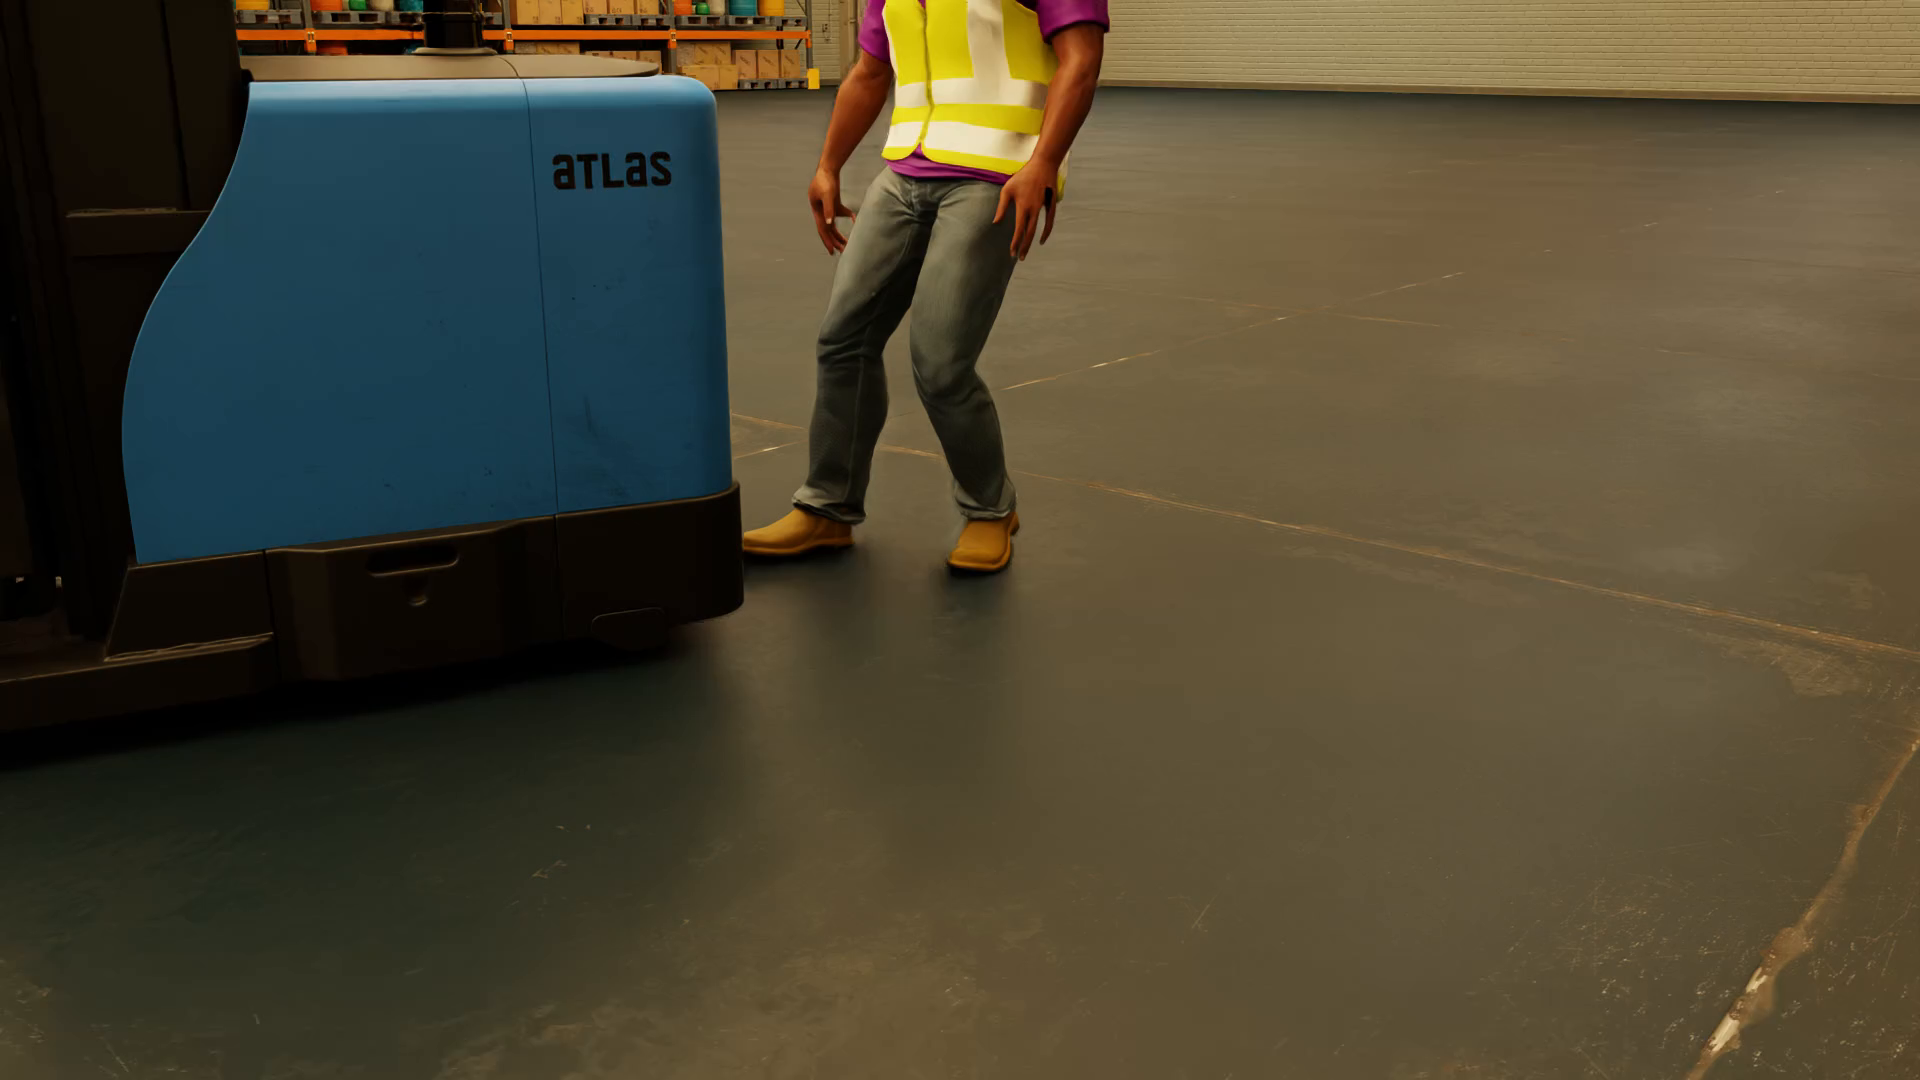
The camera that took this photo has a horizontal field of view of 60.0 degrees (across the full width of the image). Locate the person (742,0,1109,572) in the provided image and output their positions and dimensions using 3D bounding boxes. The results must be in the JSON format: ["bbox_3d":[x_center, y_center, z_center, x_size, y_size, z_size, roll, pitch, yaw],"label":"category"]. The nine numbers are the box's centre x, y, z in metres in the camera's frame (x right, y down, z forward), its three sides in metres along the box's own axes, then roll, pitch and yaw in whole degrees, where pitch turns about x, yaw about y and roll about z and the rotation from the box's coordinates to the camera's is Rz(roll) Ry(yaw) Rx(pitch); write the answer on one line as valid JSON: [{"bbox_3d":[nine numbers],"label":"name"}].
[{"bbox_3d":[-0.087,-0.762,3.521,0.624,1.727,0.746,-15,22,-40],"label":"person"}]

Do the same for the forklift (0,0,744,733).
[{"bbox_3d":[-1.984,-1.141,2.654,3.031,2.935,1.130,-8,19,-25],"label":"forklift"}]
